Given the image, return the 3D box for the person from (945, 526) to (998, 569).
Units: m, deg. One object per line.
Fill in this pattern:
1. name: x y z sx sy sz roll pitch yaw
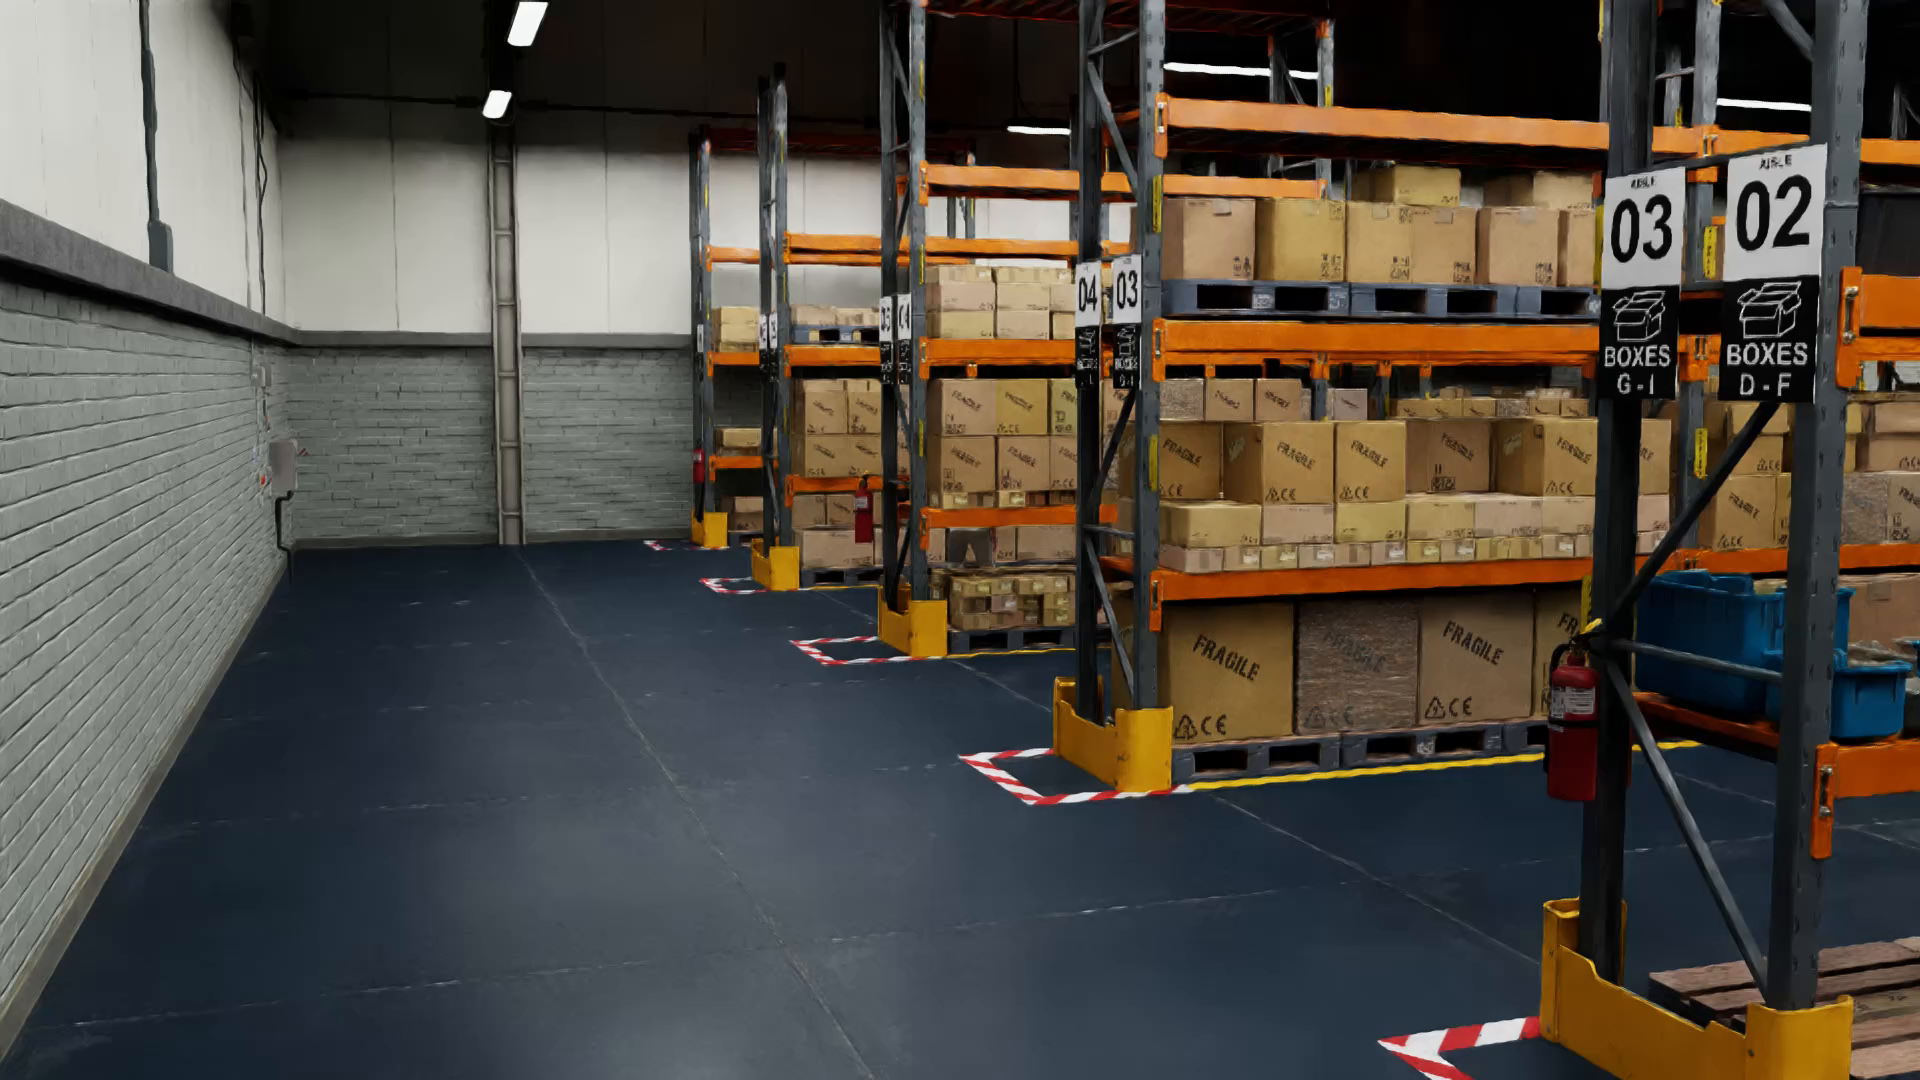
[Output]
1. person: 0.167 -0.088 17.083 0.674 1.746 0.454 1 6 7
